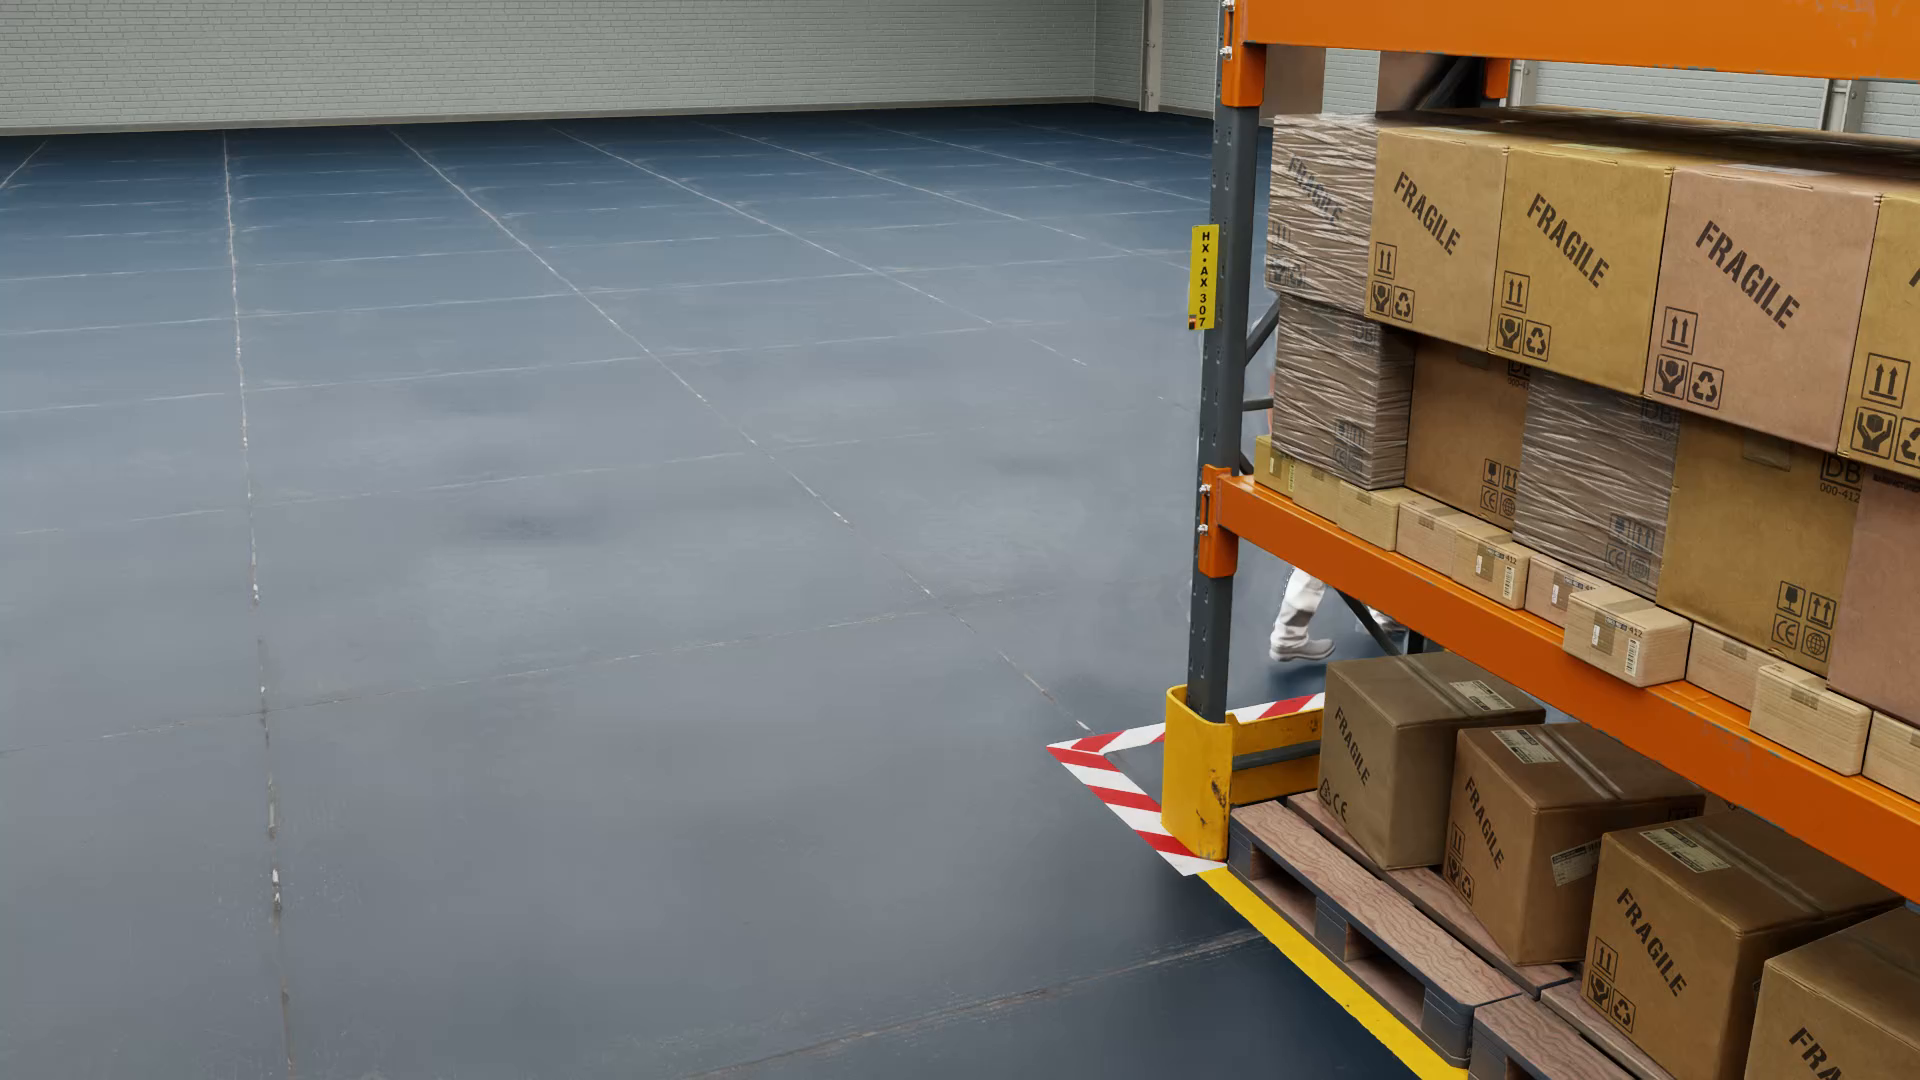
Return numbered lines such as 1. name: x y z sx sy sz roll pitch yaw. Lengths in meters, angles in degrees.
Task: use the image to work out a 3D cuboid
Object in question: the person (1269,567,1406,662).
1. person: 1.737 -0.346 7.011 0.846 1.776 0.582 -4 19 -12
